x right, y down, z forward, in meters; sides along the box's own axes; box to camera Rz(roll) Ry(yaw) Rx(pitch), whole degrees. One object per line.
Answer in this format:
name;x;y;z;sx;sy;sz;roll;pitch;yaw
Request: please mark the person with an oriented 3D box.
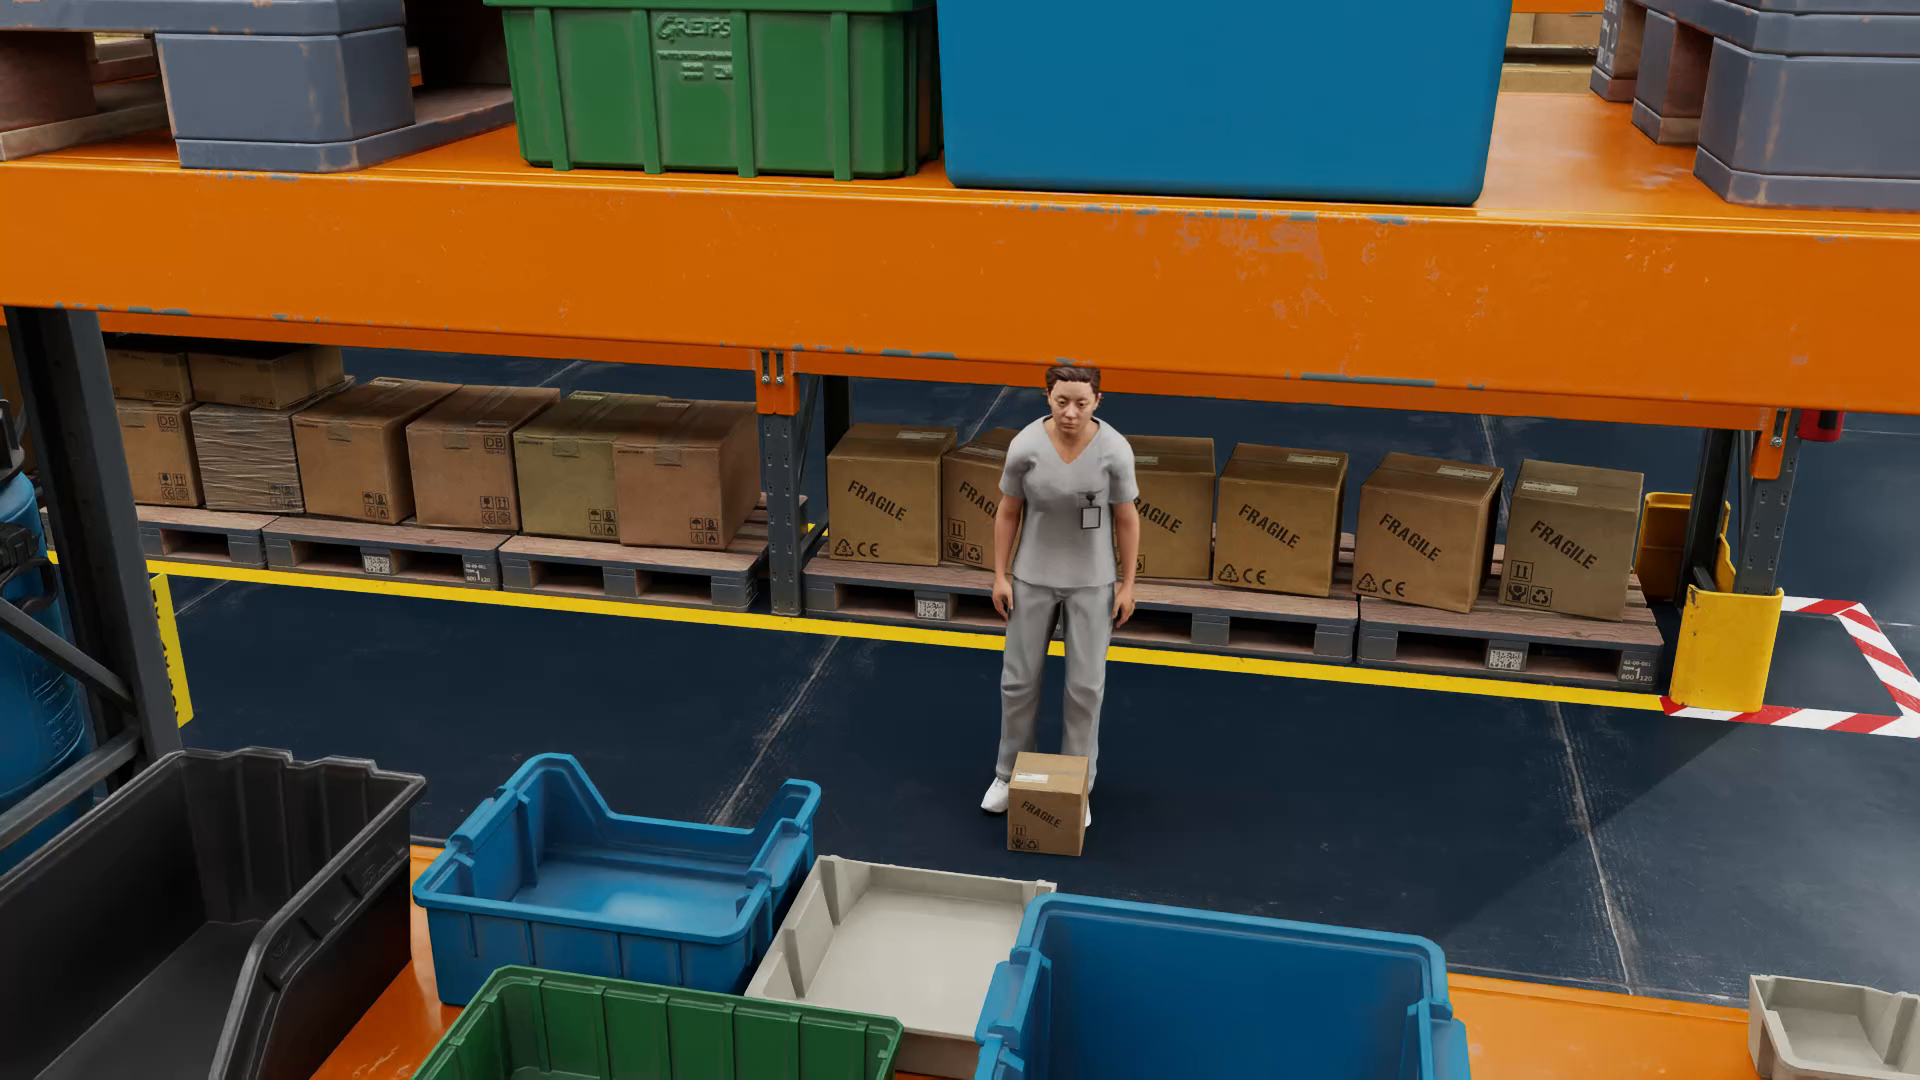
person;0.344;0.167;5.667;0.514;1.673;0.409;3;22;8
